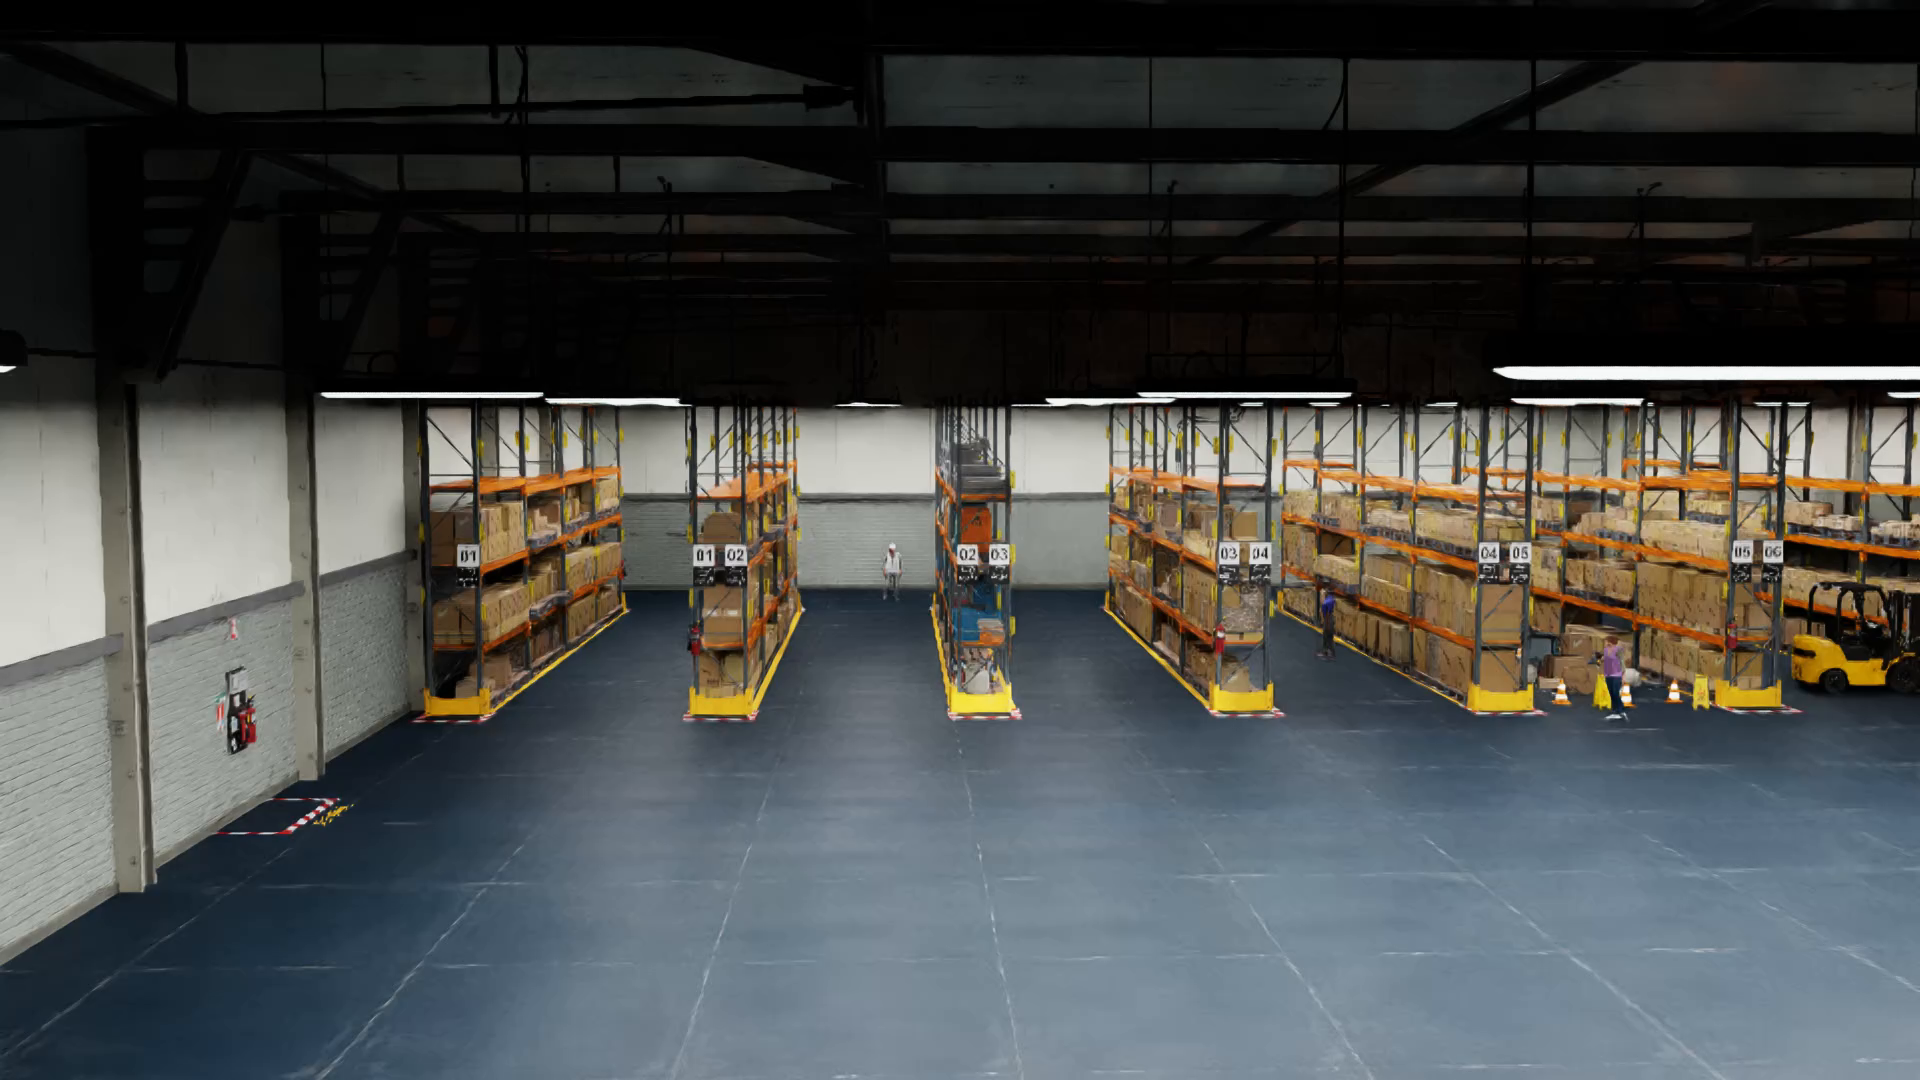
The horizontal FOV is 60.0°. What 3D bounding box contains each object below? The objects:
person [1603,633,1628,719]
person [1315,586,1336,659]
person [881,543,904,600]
[{"bbox_3d":[12.061,2.510,30.600,0.365,1.592,0.521,-2,5,-28],"label":"person"},{"bbox_3d":[8.416,1.883,38.217,0.518,1.660,0.548,2,5,23],"label":"person"},{"bbox_3d":[-2.026,0.947,49.851,0.677,1.726,0.574,0,5,-4],"label":"person"}]
